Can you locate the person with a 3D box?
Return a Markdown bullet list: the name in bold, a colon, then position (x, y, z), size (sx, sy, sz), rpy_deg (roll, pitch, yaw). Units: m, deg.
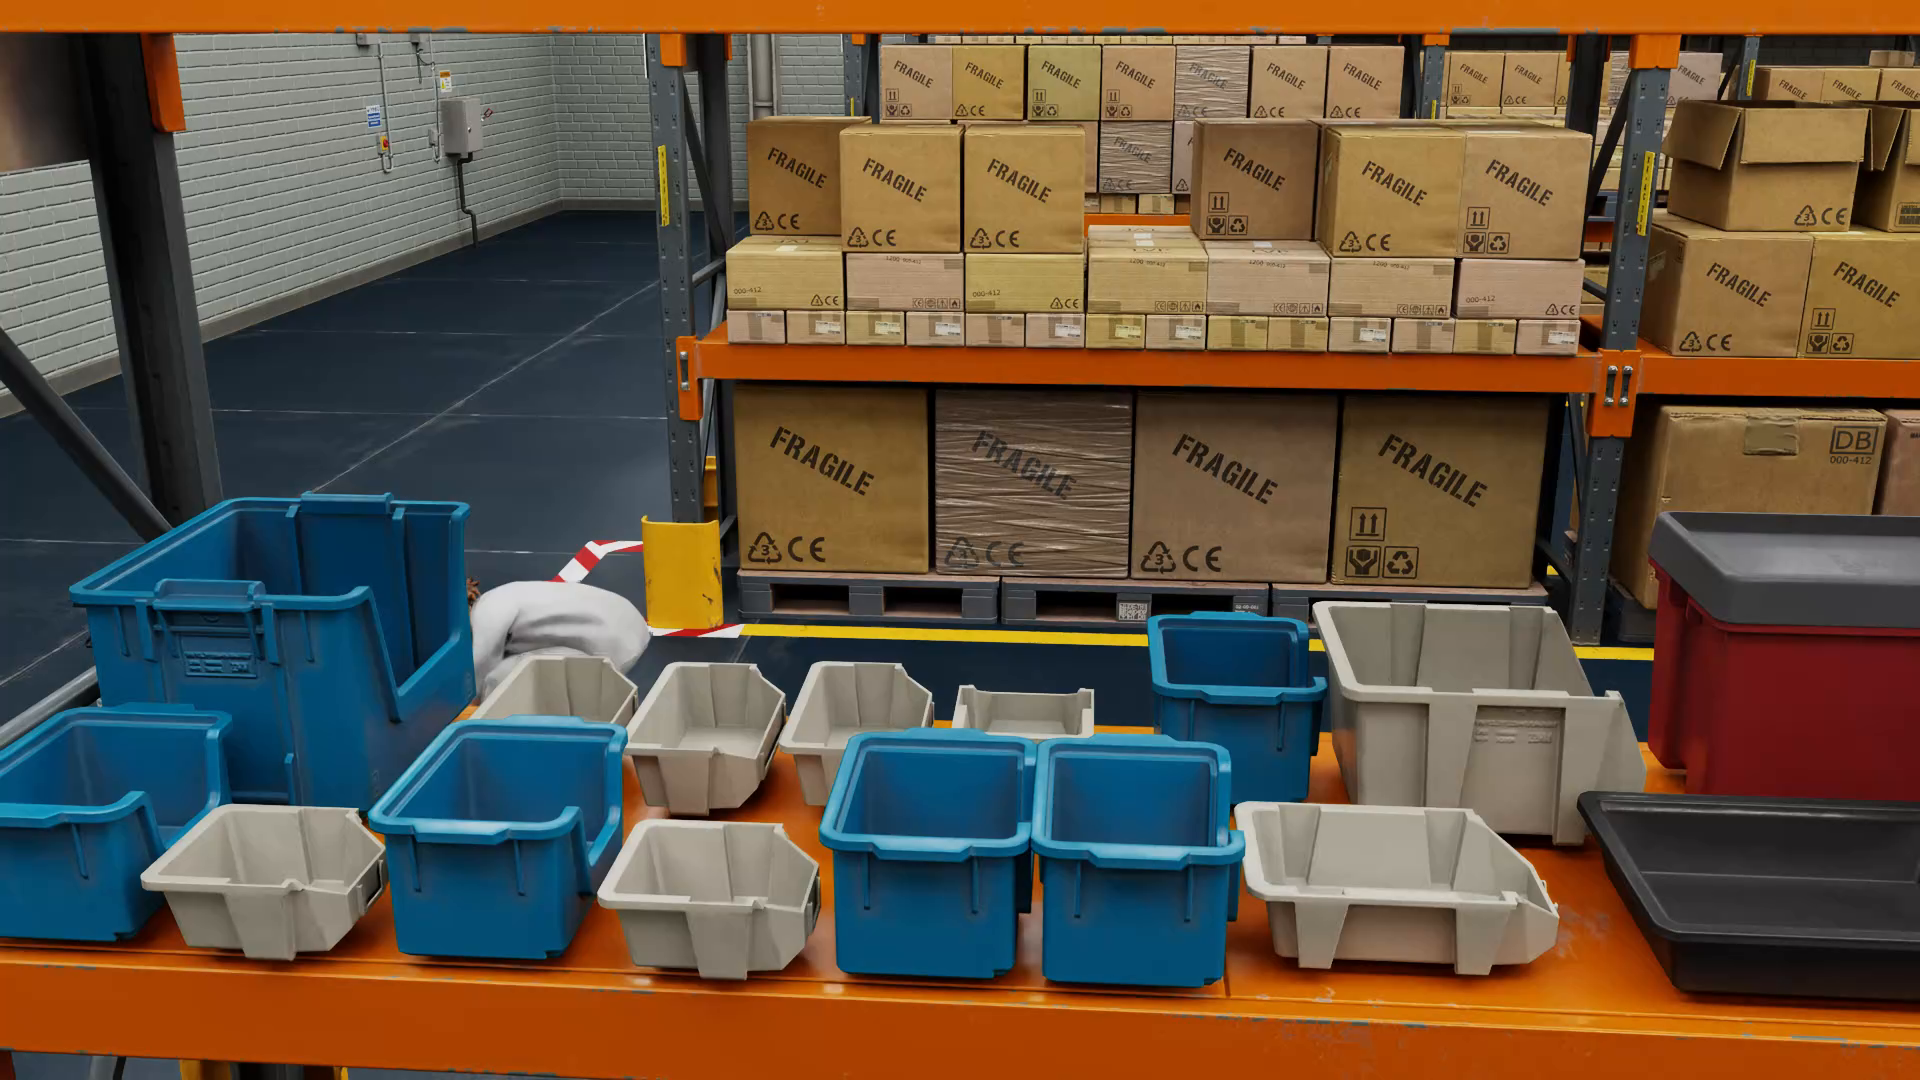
- **person**: position (-1.559, 0.492, 6.049), size (0.862, 0.770, 0.436), rpy_deg (1, 18, 3)
